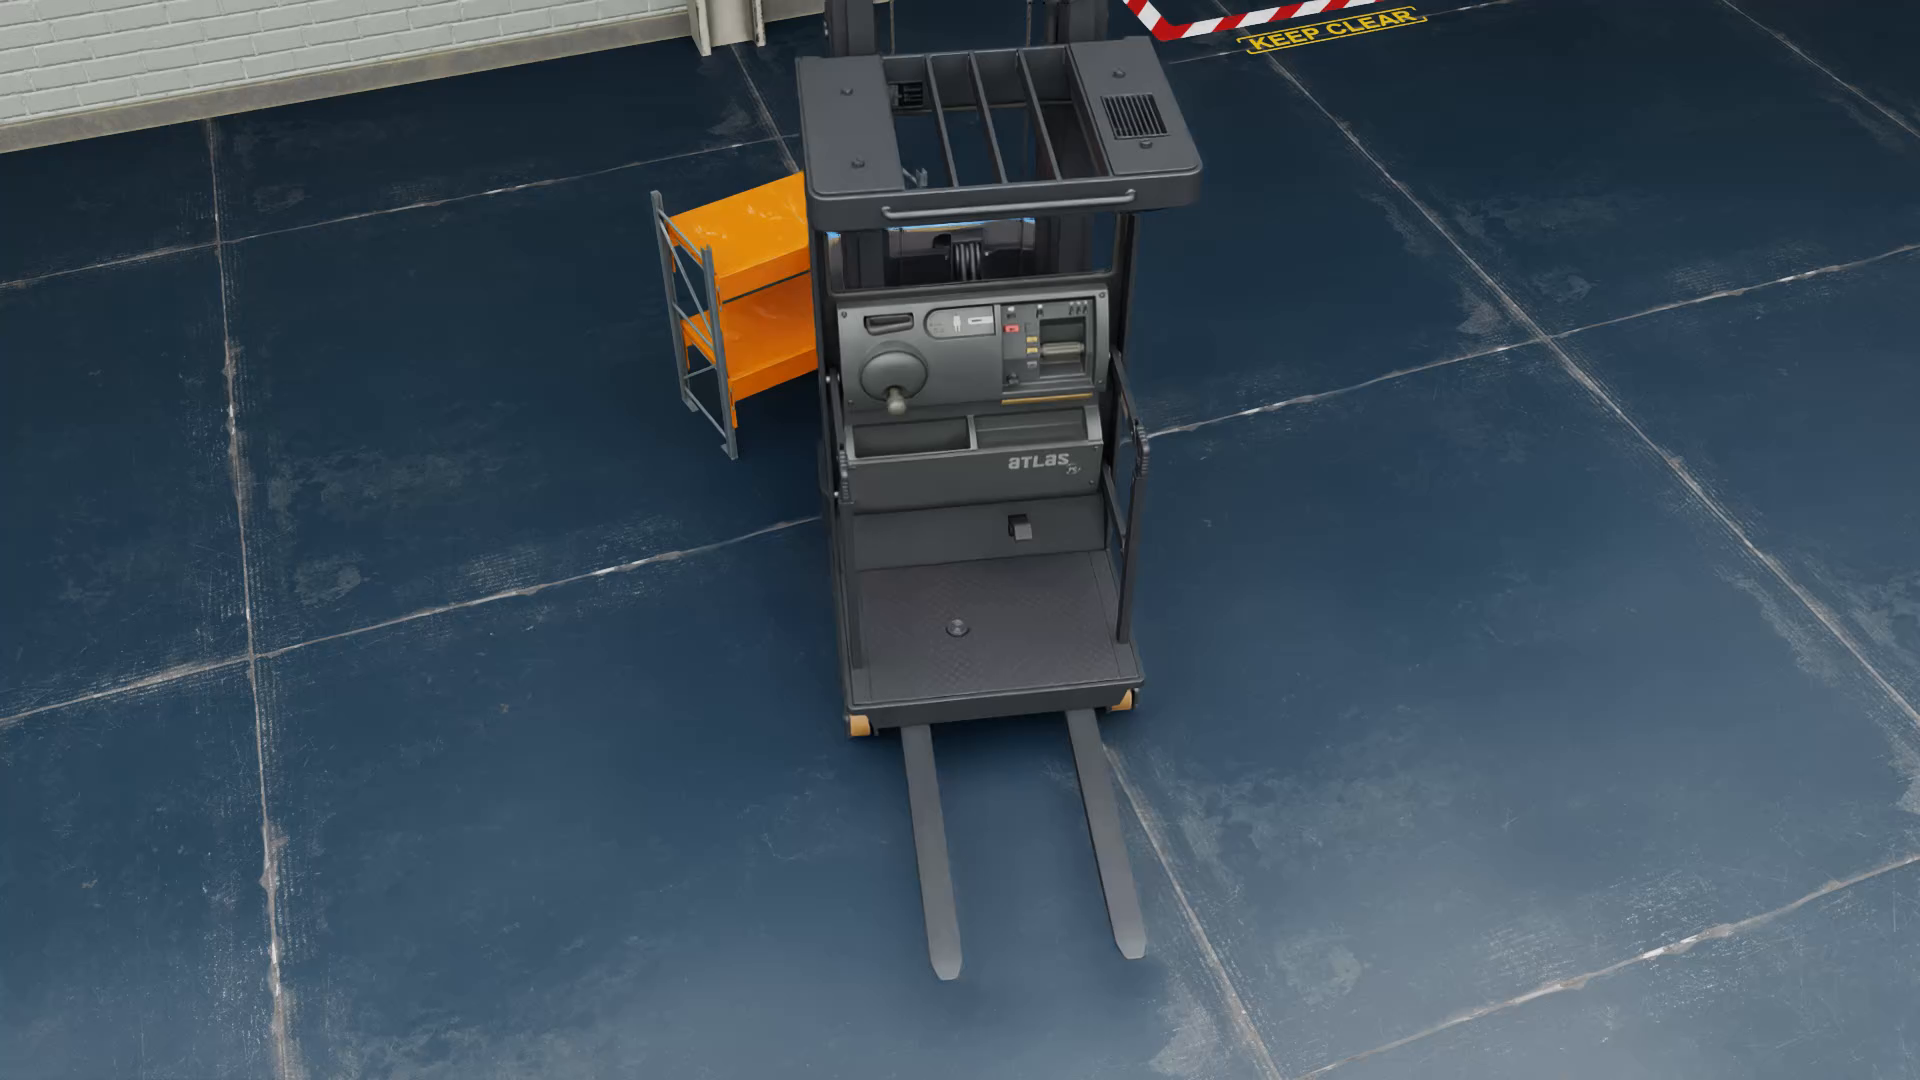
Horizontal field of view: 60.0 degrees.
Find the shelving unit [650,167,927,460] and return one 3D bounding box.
[{"bbox_3d":[-0.713,-1.104,7.366,1.048,1.125,0.538,-25,50,-23],"label":"shelving unit"}]

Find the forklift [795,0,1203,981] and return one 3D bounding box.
[{"bbox_3d":[0.079,-0.557,5.545,1.130,2.935,3.031,-5,45,-5],"label":"forklift"}]

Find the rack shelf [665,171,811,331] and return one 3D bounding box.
[{"bbox_3d":[-0.713,-1.311,7.158,1.000,0.278,0.538,-25,50,-23],"label":"rack shelf"}]

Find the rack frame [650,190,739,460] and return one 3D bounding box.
[{"bbox_3d":[-1.139,-0.907,7.169,0.032,1.125,0.500,-25,50,-23],"label":"rack frame"}]

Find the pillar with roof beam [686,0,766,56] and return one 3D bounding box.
[{"bbox_3d":[0.054,-3.351,4.046,0.400,9.000,9.100,-14,47,-14],"label":"pillar with roof beam"}]

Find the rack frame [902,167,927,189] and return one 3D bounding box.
[{"bbox_3d":[-0.288,-1.301,7.562,0.032,1.125,0.500,-25,50,-23],"label":"rack frame"}]

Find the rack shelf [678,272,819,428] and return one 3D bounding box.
[{"bbox_3d":[-0.713,-0.931,7.539,1.000,0.278,0.538,-25,50,-23],"label":"rack shelf"}]
